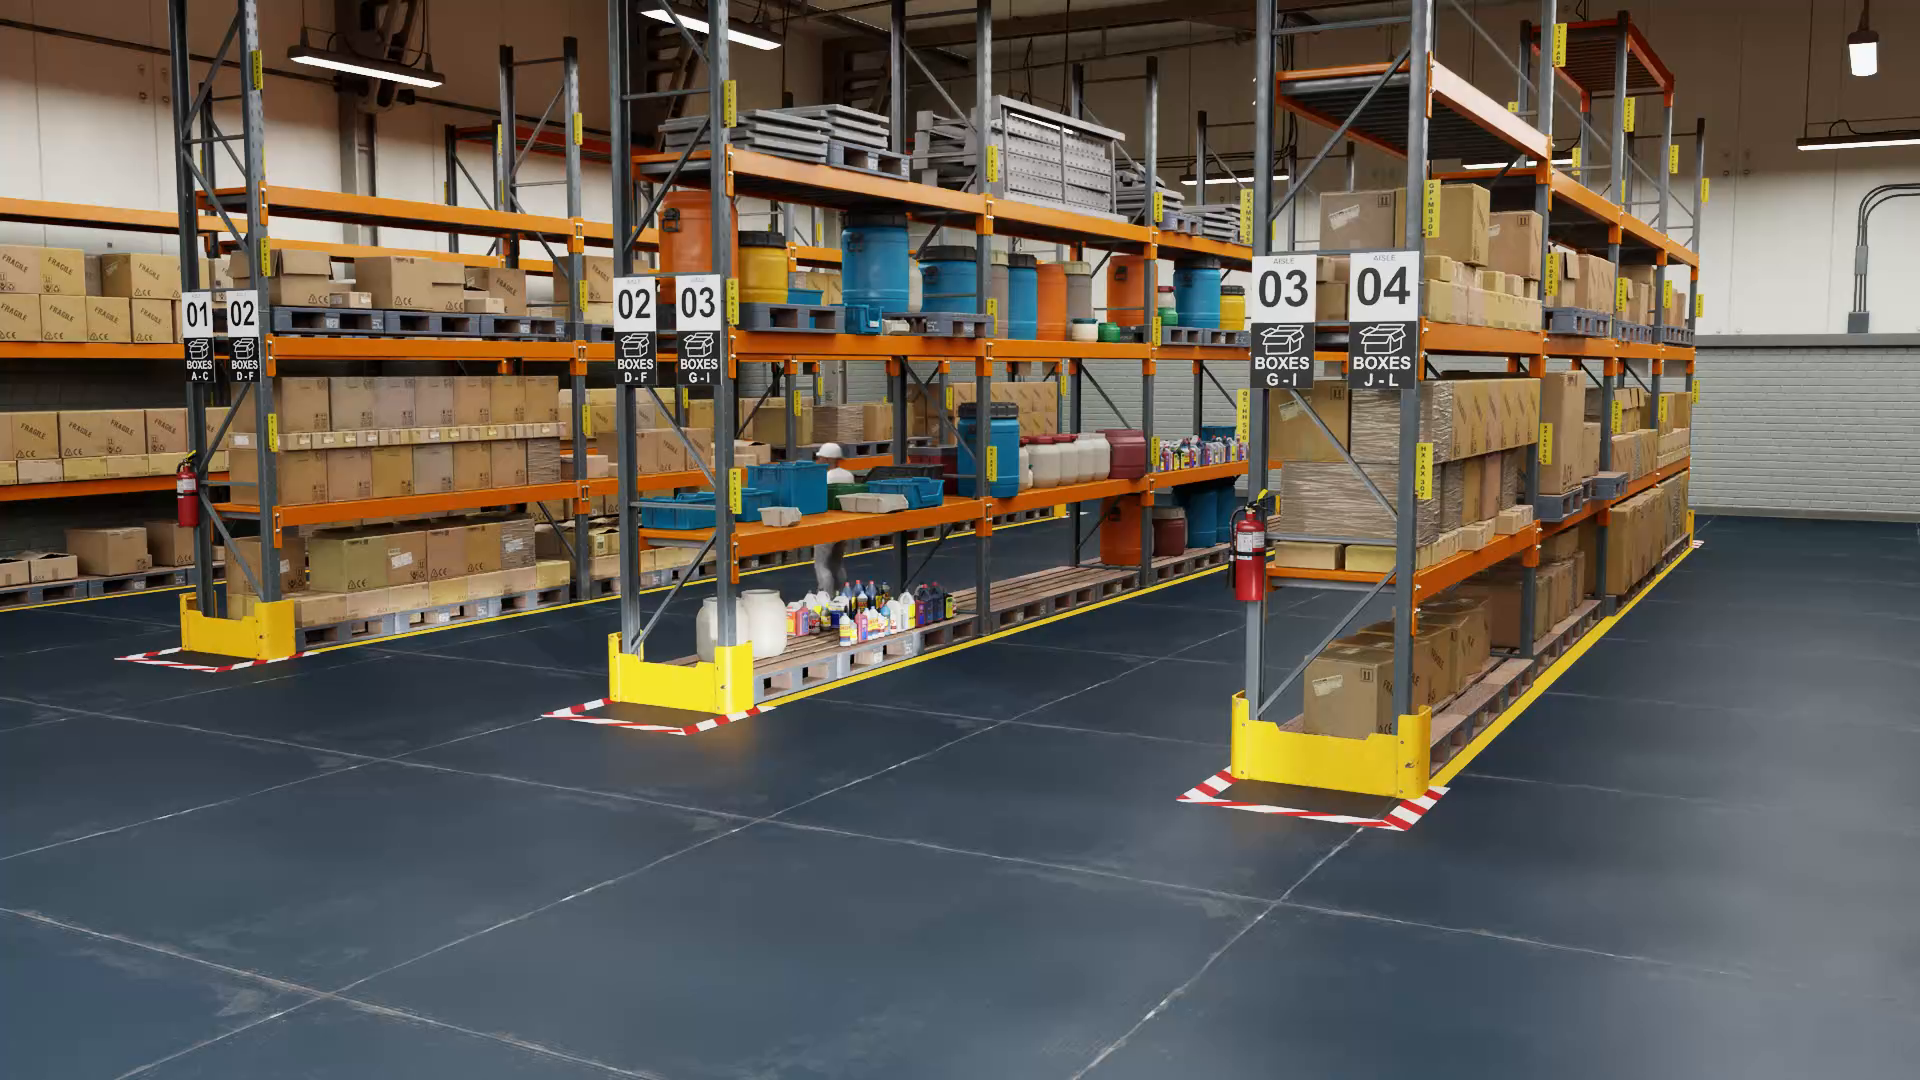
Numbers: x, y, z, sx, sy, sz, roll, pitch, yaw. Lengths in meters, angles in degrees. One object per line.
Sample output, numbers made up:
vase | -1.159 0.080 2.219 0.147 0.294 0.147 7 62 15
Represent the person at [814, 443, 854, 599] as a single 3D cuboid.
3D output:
person | -1.372 -0.112 17.105 0.509 1.768 0.562 3 7 28
